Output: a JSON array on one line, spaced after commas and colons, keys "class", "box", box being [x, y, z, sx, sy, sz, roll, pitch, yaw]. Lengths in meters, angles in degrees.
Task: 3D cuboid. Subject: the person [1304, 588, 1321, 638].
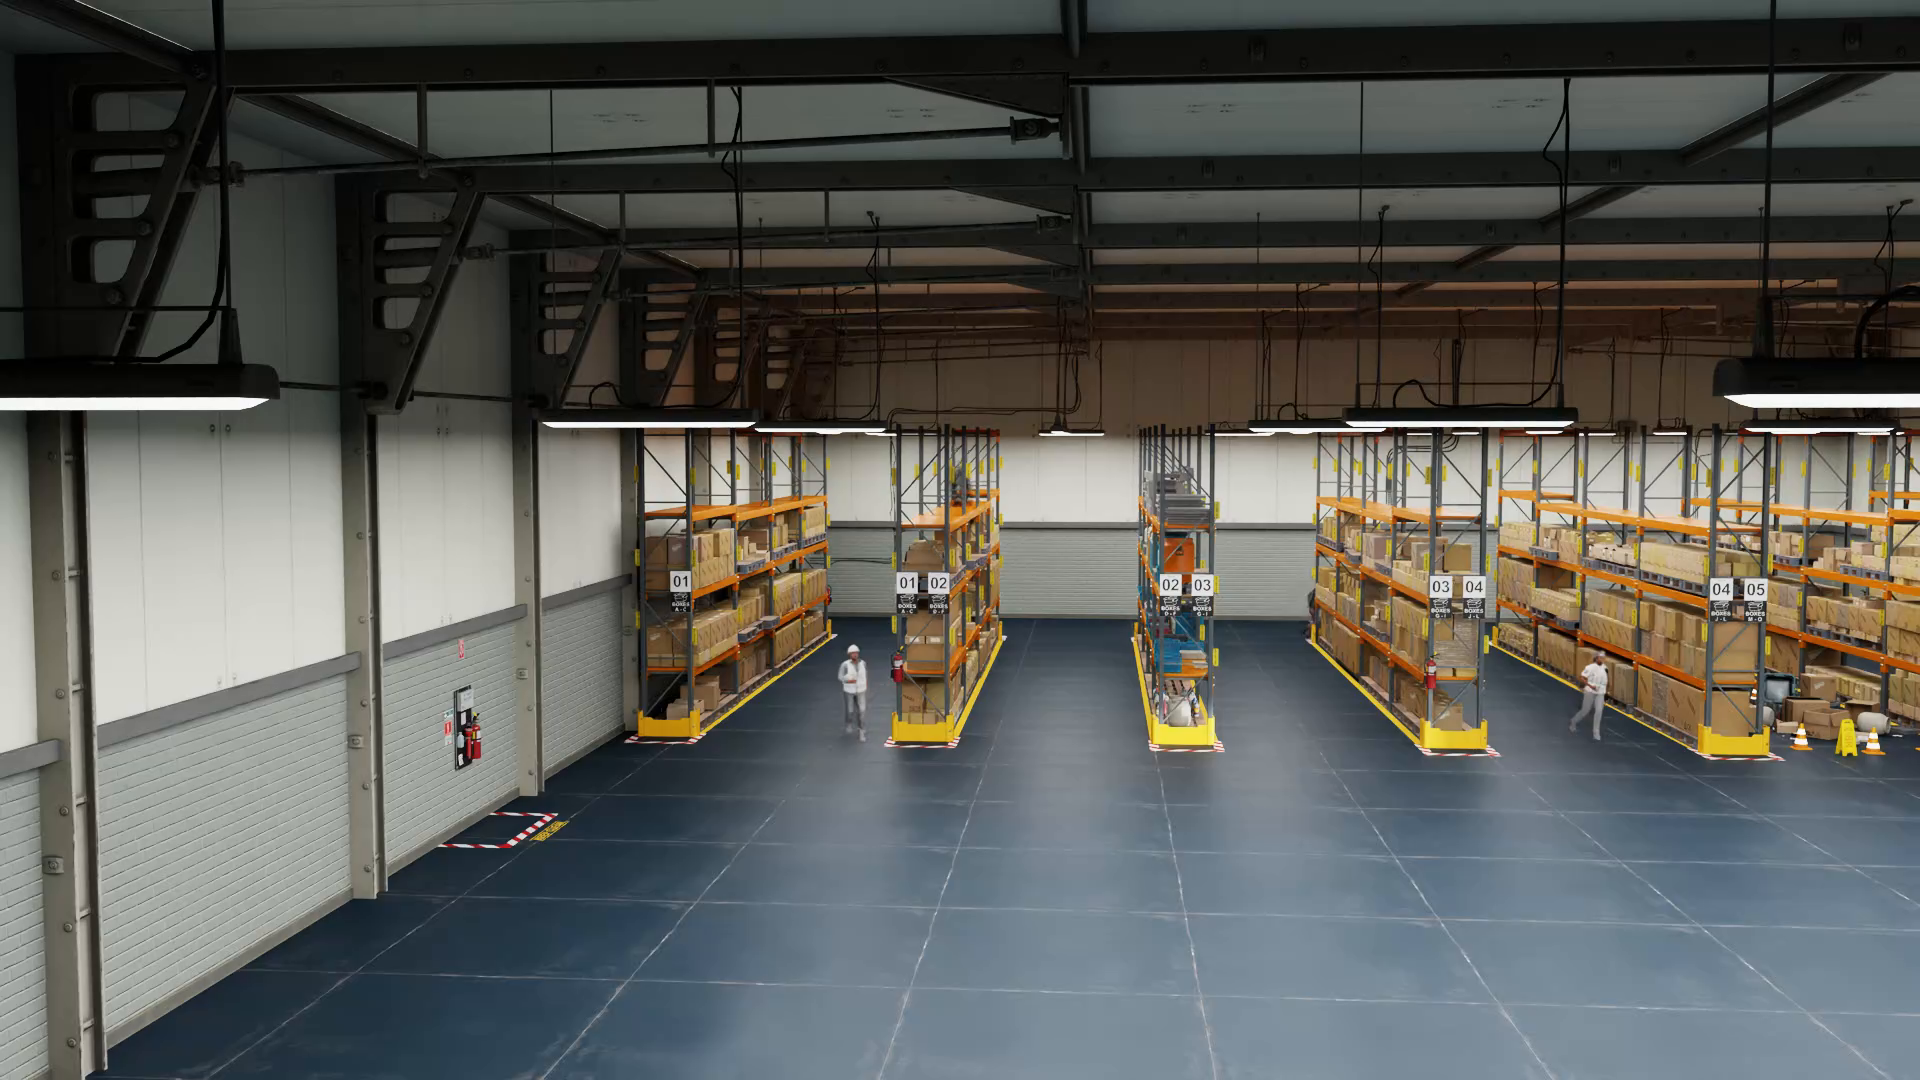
[{"class": "person", "box": [10.276, 1.996, 47.842, 0.667, 1.631, 0.682, 0, 4, -7]}]

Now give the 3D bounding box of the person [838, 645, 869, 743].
[{"class": "person", "box": [-2.026, 2.898, 31.690, 0.641, 1.812, 0.913, -1, 4, -17]}]

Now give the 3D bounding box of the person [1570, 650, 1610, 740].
[{"class": "person", "box": [12.190, 2.940, 31.881, 0.661, 1.662, 0.925, 0, 3, -7]}]
